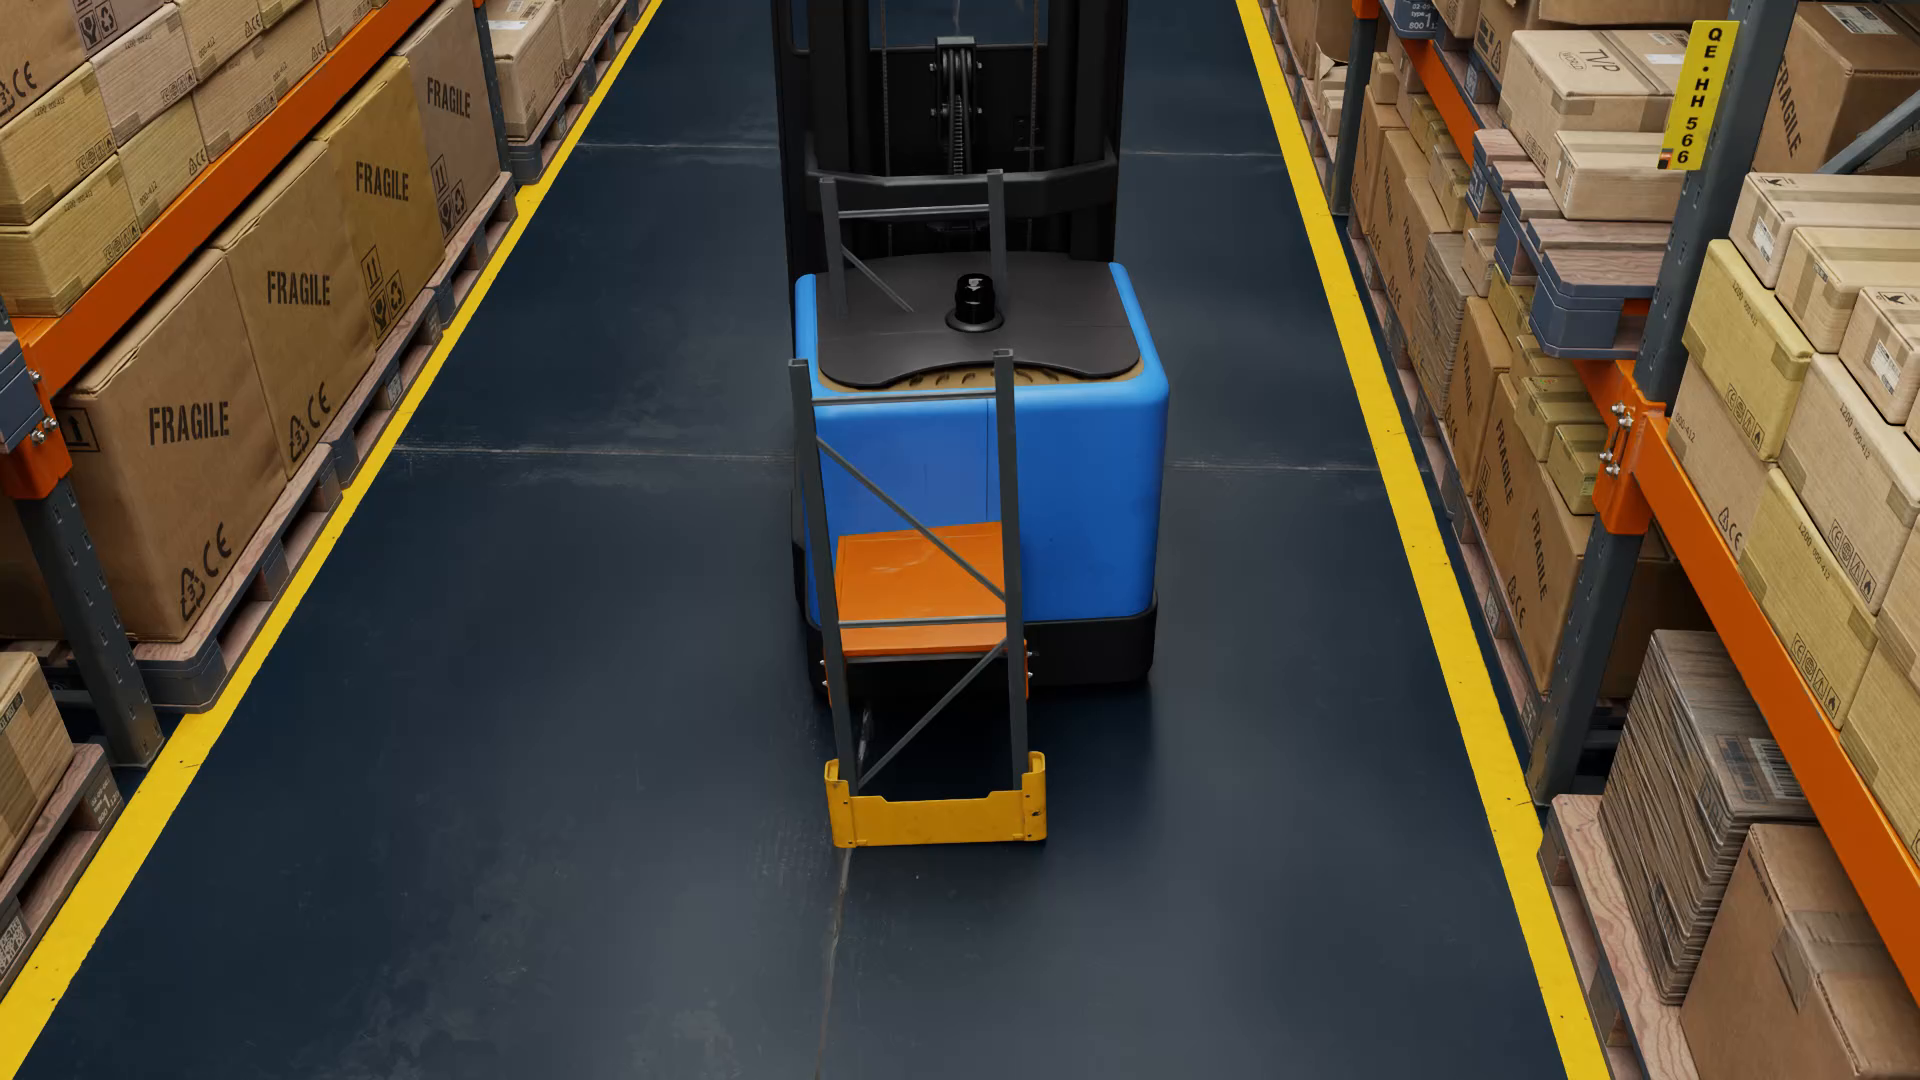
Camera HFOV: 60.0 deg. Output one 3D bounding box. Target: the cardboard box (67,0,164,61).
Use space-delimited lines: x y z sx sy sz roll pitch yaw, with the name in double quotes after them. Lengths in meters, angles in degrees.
-2.567 -1.621 4.492 0.500 0.500 0.500 1 35 2 "cardboard box"

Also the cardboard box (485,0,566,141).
-2.549 -2.388 8.402 0.875 0.438 0.875 1 35 1 "cardboard box"

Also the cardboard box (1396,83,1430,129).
2.064 -1.848 7.015 0.380 0.149 0.250 0 35 1 "cardboard box"

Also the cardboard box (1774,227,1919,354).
1.801 -0.472 3.162 0.380 0.149 0.250 2 35 3 "cardboard box"

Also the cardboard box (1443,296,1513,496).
1.969 -0.481 5.634 0.500 0.500 0.500 3 35 4 "cardboard box"

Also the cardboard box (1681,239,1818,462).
1.831 -0.390 3.392 0.500 0.250 0.500 1 35 2 "cardboard box"

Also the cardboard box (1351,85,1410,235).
2.034 -1.670 7.327 0.500 0.500 0.500 3 35 4 "cardboard box"

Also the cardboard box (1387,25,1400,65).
2.059 -2.129 7.156 0.380 0.149 0.250 1 35 1 "cardboard box"

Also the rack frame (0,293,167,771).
-2.842 -0.608 4.007 1.000 3.000 0.127 1 35 2 "rack frame"

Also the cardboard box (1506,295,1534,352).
1.975 -0.658 5.323 0.380 0.149 0.250 2 35 3 "cardboard box"

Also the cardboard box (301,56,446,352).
-2.655 -1.332 6.519 0.875 0.875 0.875 2 35 3 "cardboard box"

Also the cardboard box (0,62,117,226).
-2.575 -1.037 4.312 0.500 0.250 0.500 1 35 2 "cardboard box"

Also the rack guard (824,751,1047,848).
-0.061 0.705 4.506 0.587 0.250 0.087 -2 35 2 "rack guard"

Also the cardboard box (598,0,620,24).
-2.476 -3.421 9.871 0.875 0.438 0.875 2 35 3 "cardboard box"

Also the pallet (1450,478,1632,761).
2.186 0.217 5.258 1.003 0.211 1.213 1 35 2 "pallet"

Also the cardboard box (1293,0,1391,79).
2.205 -2.805 8.942 0.700 0.500 0.500 0 35 0 "cardboard box"

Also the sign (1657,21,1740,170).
1.575 -0.944 3.547 0.100 0.325 0.005 1 35 2 "sign"

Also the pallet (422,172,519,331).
-2.637 -1.320 7.445 1.003 0.211 1.213 1 35 2 "pallet"

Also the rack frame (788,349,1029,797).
-0.093 0.206 4.130 0.500 1.500 0.032 -2 35 2 "rack frame"

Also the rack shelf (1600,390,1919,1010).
2.038 0.948 2.419 1.077 0.370 4.000 1 35 2 "rack shelf"

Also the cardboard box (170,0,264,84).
-2.521 -1.620 5.142 0.500 0.250 0.500 1 35 2 "cardboard box"

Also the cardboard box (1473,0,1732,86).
1.999 -1.652 5.037 0.797 0.503 0.637 1 35 1 "cardboard box"

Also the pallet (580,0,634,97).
-2.526 -2.903 9.698 1.003 0.211 1.213 1 35 2 "pallet"

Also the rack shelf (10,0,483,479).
-2.762 -1.463 5.849 1.077 0.370 4.000 1 35 2 "rack shelf"

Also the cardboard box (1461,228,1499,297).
1.966 -0.961 5.753 0.380 0.149 0.250 0 35 0 "cardboard box"

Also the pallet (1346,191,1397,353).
2.284 -1.185 7.252 1.003 0.211 1.213 1 35 2 "pallet"

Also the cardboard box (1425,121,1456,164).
2.068 -1.542 6.580 0.380 0.149 0.250 1 35 1 "cardboard box"

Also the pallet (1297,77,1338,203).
2.307 -2.048 8.480 1.003 0.211 1.213 1 35 2 "pallet"

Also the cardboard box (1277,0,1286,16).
2.247 -3.402 9.790 0.700 0.500 0.500 3 35 4 "cardboard box"

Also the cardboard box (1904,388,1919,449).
1.819 -0.174 2.737 0.380 0.149 0.250 2 35 2 "cardboard box"

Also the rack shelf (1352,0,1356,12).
2.359 -3.649 8.959 1.077 0.370 4.000 1 35 2 "rack shelf"

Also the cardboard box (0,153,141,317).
-2.571 -0.822 4.442 0.500 0.250 0.500 1 35 1 "cardboard box"

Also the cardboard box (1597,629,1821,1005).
2.079 0.662 3.899 0.875 0.625 0.625 2 35 3 "cardboard box"

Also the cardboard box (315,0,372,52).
-2.508 -1.999 6.117 0.500 0.250 0.500 0 35 1 "cardboard box"

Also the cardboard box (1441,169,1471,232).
2.009 -1.257 6.174 0.380 0.149 0.250 3 35 4 "cardboard box"

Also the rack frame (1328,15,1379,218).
2.279 -2.794 7.117 1.000 3.000 0.127 1 35 2 "rack frame"

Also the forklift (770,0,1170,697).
-0.054 -1.559 5.420 1.130 2.935 3.031 -3 35 -4 "forklift"

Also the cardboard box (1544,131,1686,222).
1.761 -0.951 4.348 0.380 0.149 0.250 2 35 3 "cardboard box"

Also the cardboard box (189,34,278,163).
-2.541 -1.419 5.291 0.500 0.250 0.500 2 35 3 "cardboard box"

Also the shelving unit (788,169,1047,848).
-0.094 -0.092 4.553 0.587 1.500 1.083 -2 35 2 "shelving unit"

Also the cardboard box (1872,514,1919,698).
1.796 0.198 2.555 0.500 0.250 0.500 0 35 1 "cardboard box"

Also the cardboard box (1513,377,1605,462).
1.865 -0.357 4.894 0.380 0.149 0.250 0 35 -1 "cardboard box"

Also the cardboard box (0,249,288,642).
-2.731 -0.306 5.059 0.875 0.875 0.875 1 35 1 "cardboard box"

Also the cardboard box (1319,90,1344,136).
2.008 -2.126 8.281 0.380 0.149 0.250 0 35 0 "cardboard box"

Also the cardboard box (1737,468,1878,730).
1.831 0.104 3.124 0.500 0.250 0.500 1 35 1 "cardboard box"

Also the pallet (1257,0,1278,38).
2.405 -3.449 10.475 1.003 0.211 1.213 1 35 2 "pallet"

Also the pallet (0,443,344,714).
-2.735 0.081 5.451 1.003 0.211 1.213 1 35 2 "pallet"

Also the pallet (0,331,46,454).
-2.764 -0.118 3.476 1.213 0.211 1.003 1 35 2 "pallet"

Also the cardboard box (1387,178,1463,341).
1.998 -1.078 6.483 0.500 0.500 0.500 0 35 0 "cardboard box"

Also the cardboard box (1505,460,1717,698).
1.920 0.107 4.797 0.500 0.500 0.500 2 35 3 "cardboard box"

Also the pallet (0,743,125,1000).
-2.875 0.982 4.170 1.003 0.211 1.213 1 35 2 "pallet"
